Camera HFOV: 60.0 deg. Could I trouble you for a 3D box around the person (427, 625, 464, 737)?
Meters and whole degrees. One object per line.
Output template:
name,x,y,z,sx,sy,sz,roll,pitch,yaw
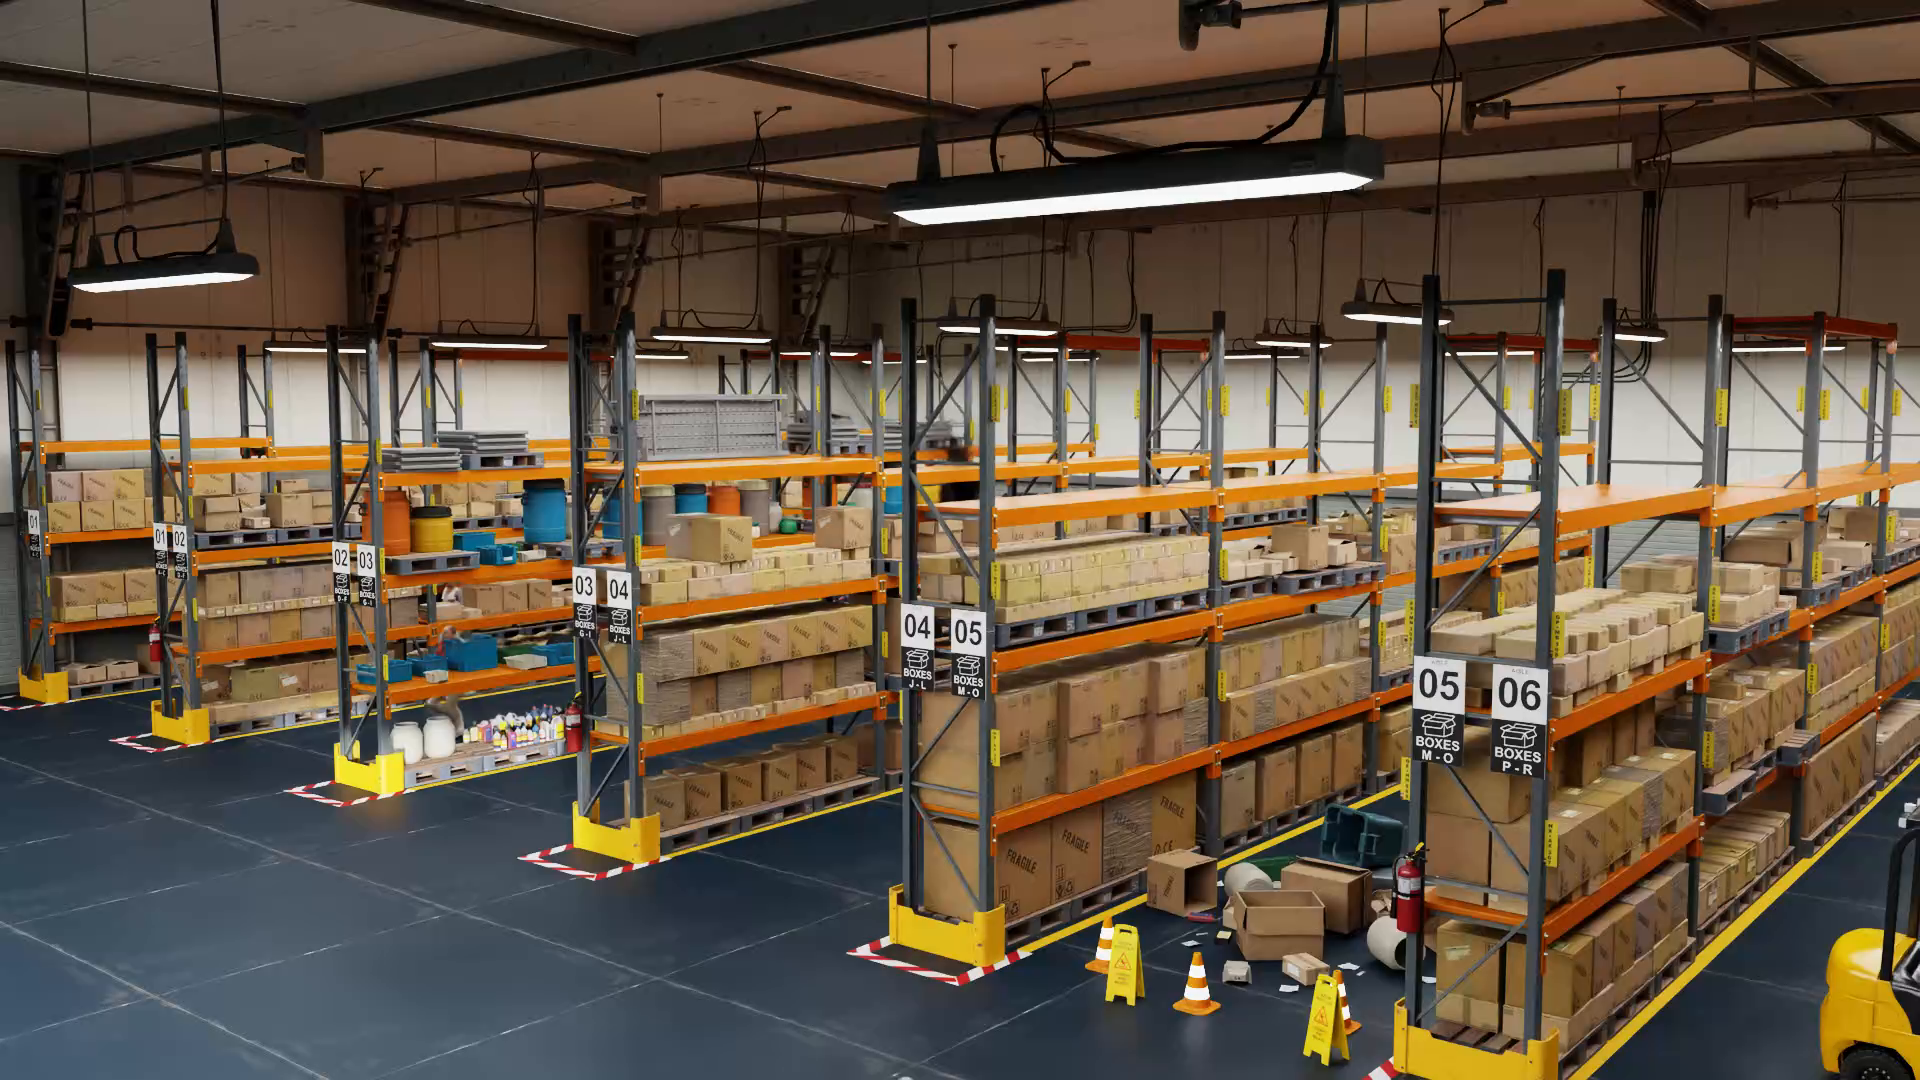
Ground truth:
person,-7.630,2.100,24.664,0.651,1.684,0.602,3,6,30

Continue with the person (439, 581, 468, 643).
person,-9.530,1.488,31.220,0.663,1.747,0.780,3,6,28
